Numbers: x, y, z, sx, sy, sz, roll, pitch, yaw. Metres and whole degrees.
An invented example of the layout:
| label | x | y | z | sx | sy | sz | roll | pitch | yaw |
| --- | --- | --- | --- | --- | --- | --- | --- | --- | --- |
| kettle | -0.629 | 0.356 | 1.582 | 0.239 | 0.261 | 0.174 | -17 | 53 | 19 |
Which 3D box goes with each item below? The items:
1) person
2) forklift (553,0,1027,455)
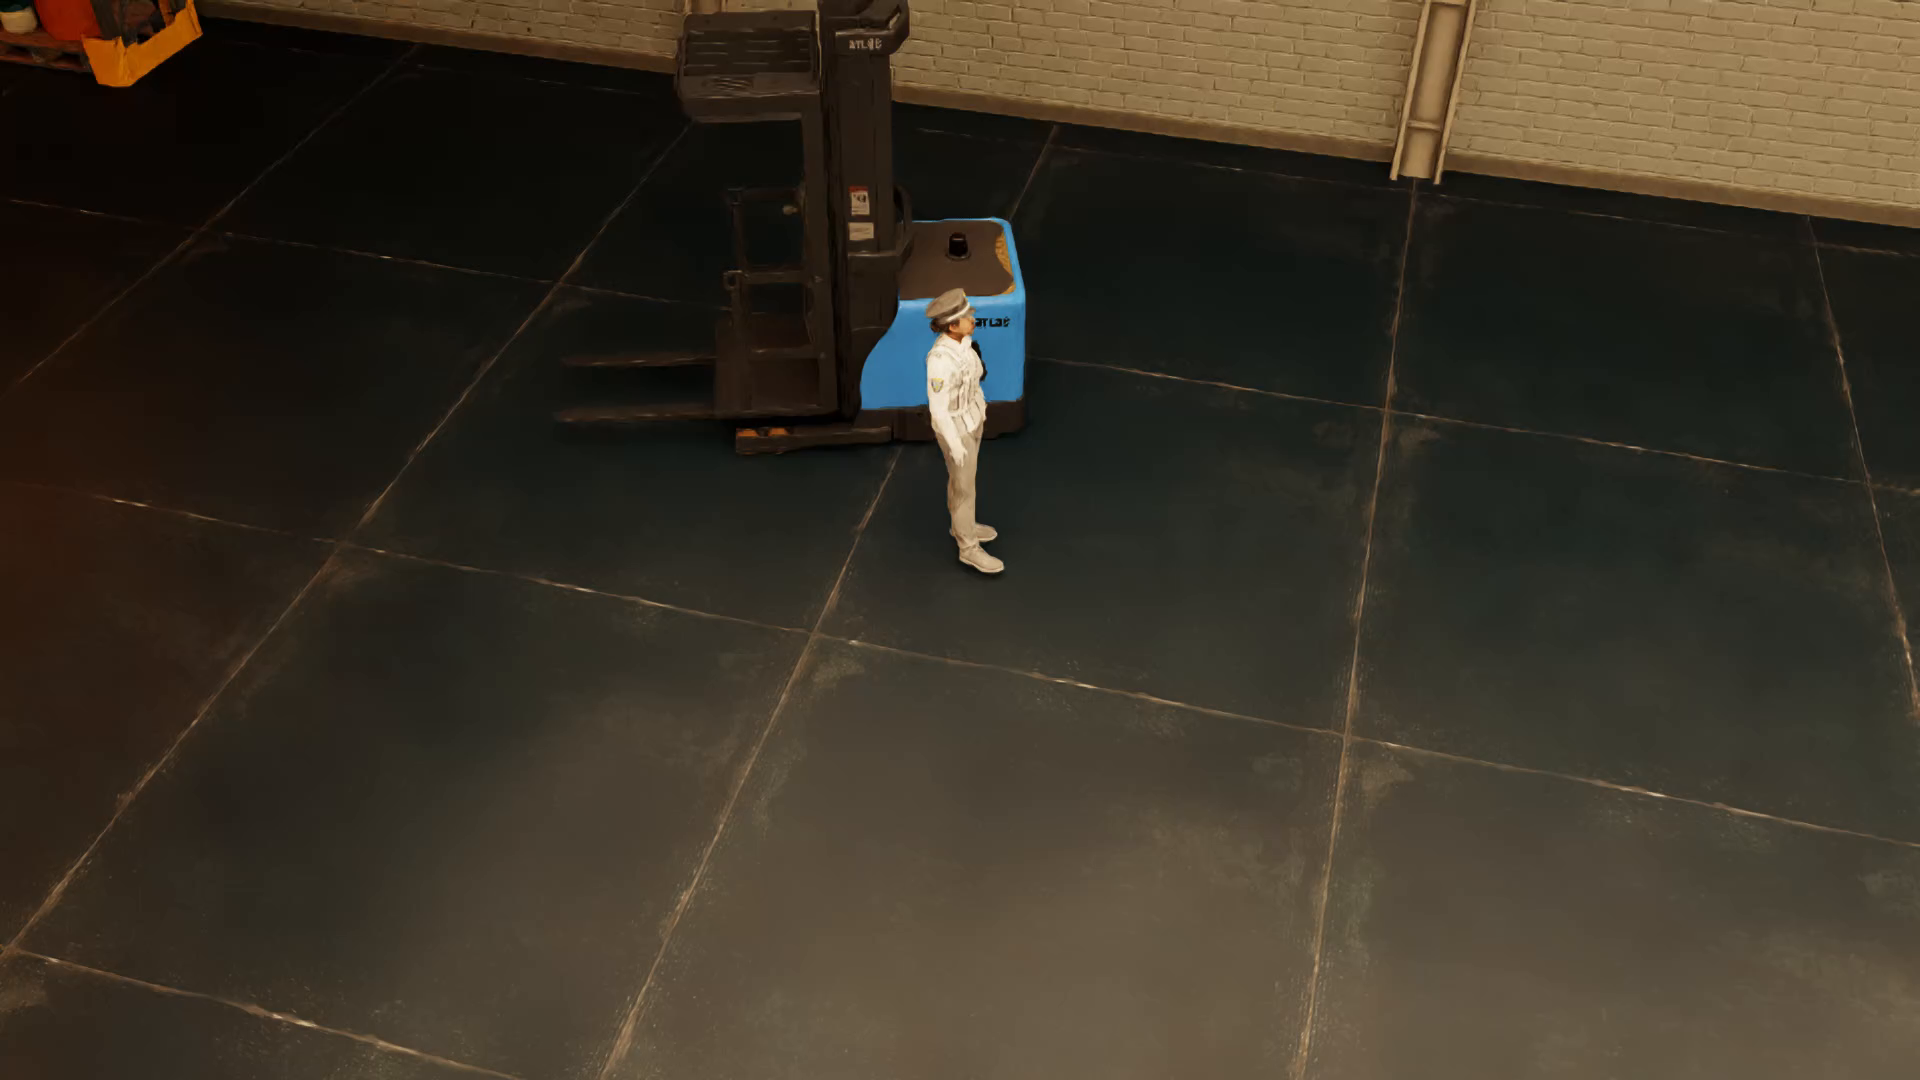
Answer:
| label | x | y | z | sx | sy | sz | roll | pitch | yaw |
| --- | --- | --- | --- | --- | --- | --- | --- | --- | --- |
| person | 0.063 | -0.657 | 9.477 | 0.534 | 1.695 | 0.586 | 10 | 42 | 11 |
| forklift | -1.124 | -2.013 | 10.158 | 3.031 | 2.935 | 1.130 | -3 | 41 | -4 |
